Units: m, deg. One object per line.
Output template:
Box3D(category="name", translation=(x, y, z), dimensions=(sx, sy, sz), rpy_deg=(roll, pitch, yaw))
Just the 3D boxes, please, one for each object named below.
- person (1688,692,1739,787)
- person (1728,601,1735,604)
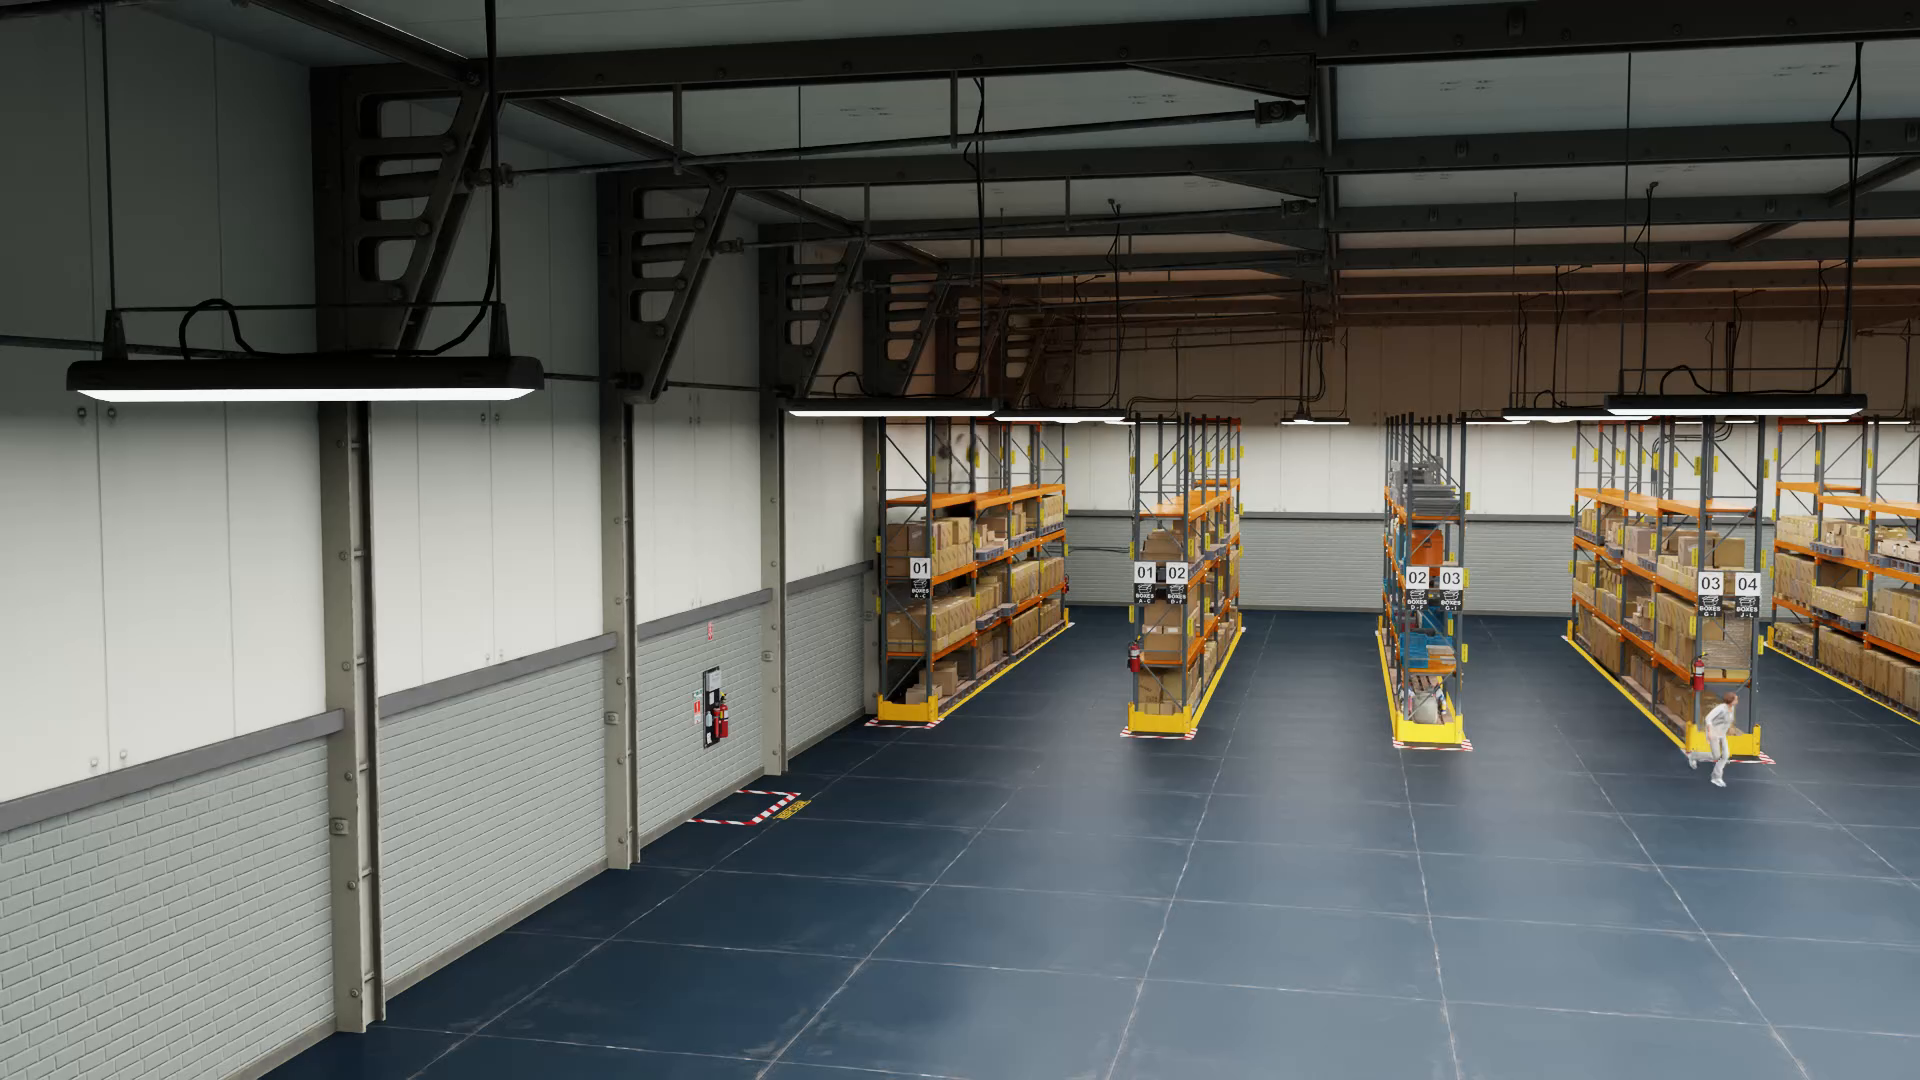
Box3D(category="person", translation=(12.123, 3.187, 26.769), dimensions=(0.537, 1.509, 0.781), rpy_deg=(-3, 5, -41))
Box3D(category="person", translation=(19.940, 1.948, 43.069), dimensions=(0.772, 1.718, 0.897), rpy_deg=(1, 4, 17))
